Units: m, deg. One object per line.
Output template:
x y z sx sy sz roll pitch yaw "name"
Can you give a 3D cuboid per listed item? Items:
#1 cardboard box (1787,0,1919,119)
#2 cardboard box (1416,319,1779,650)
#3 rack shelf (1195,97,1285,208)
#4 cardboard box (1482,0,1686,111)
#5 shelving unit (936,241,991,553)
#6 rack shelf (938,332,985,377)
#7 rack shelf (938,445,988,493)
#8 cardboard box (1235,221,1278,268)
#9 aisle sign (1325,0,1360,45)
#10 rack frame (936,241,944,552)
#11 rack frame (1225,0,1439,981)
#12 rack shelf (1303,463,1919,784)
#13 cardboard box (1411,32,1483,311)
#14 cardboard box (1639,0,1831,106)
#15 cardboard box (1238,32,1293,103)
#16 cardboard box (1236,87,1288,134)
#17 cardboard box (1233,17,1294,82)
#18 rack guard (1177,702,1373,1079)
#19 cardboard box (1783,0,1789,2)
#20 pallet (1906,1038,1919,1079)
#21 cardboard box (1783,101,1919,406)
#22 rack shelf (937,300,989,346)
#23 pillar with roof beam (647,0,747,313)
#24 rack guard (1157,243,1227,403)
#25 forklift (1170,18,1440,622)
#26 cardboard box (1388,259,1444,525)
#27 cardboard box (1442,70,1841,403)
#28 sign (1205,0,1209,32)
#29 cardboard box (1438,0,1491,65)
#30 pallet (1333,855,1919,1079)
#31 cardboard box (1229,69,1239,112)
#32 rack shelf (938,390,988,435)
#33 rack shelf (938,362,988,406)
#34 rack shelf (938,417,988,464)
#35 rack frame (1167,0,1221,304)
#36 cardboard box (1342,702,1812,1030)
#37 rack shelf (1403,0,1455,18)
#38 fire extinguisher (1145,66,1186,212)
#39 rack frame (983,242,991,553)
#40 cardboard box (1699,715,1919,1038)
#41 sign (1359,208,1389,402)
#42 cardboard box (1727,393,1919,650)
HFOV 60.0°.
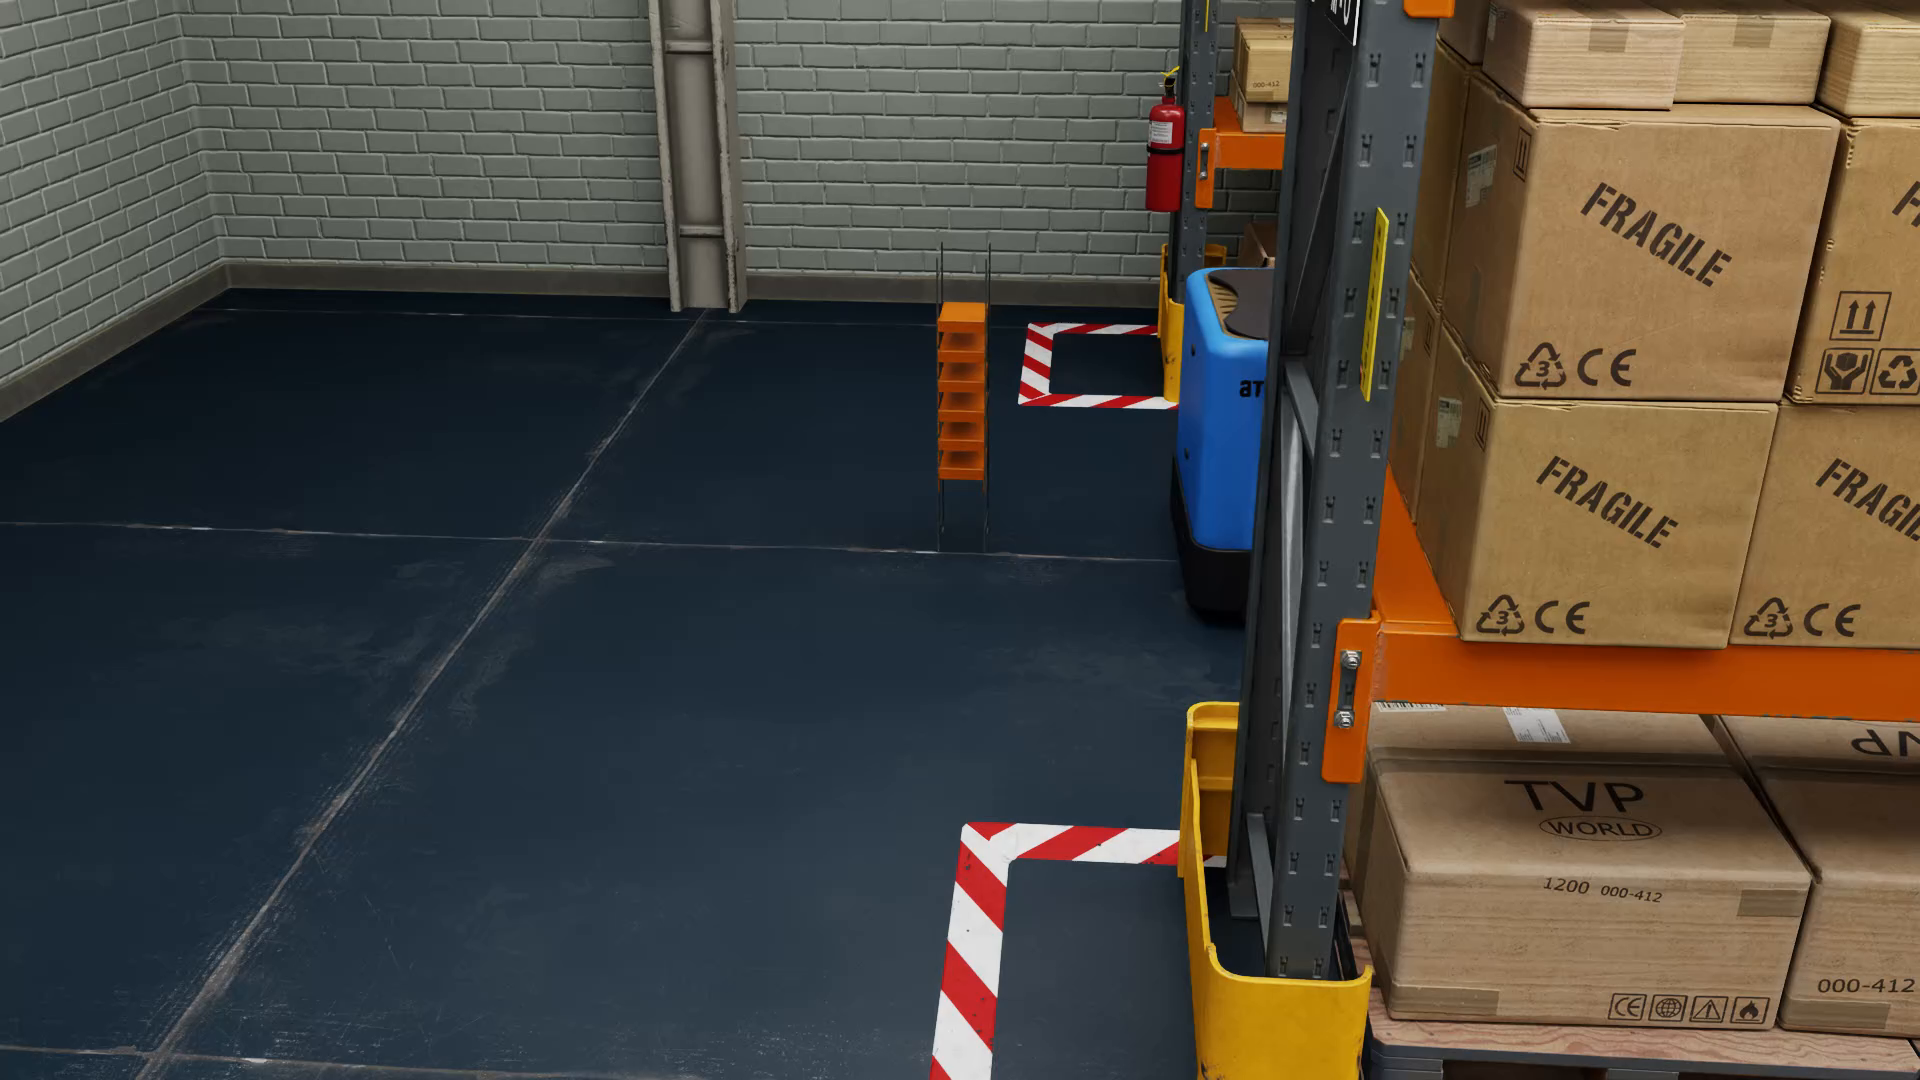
1.626 -0.847 2.911 0.250 0.149 0.380 3 25 6 "cardboard box"
1.233 -0.125 3.313 0.500 0.500 0.500 2 25 4 "cardboard box"
3.146 -1.892 8.135 4.000 0.370 1.077 2 25 4 "rack shelf"
1.109 -0.882 2.986 0.250 0.149 0.380 2 25 5 "cardboard box"
0.014 -0.545 6.498 0.189 1.200 0.258 2 25 4 "shelving unit"
0.014 -0.722 6.416 0.180 0.103 0.258 2 25 4 "rack shelf"
0.014 -0.286 6.617 0.180 0.103 0.258 2 25 4 "rack shelf"
1.755 -1.281 8.429 0.637 0.503 0.797 1 25 2 "cardboard box"
0.682 -1.277 2.826 0.004 0.787 0.394 2 25 4 "aisle sign"
-0.077 -0.548 6.505 0.006 1.200 0.240 2 25 4 "rack frame"
0.776 -0.214 3.627 0.127 3.000 1.000 2 25 4 "rack frame"
2.770 0.177 3.639 4.000 0.370 1.077 2 25 4 "rack shelf"
1.275 -0.798 3.579 0.500 0.500 0.500 3 25 6 "cardboard box"
1.375 -0.903 3.033 0.250 0.149 0.380 2 25 5 "cardboard box"
1.584 -2.223 7.817 0.500 0.250 0.500 2 25 4 "cardboard box"
1.459 -2.044 7.905 0.250 0.149 0.380 2 25 4 "cardboard box"
1.631 -2.446 8.301 0.500 0.250 0.500 3 25 6 "cardboard box"
0.752 0.920 4.151 0.348 0.500 1.175 2 25 4 "rack guard"
1.668 -1.109 3.481 0.250 0.149 0.380 2 25 3 "cardboard box"
2.792 1.086 4.138 1.213 0.211 1.003 2 25 4 "pallet"
1.748 -0.566 3.076 0.500 0.500 0.500 1 25 3 "cardboard box"
0.014 -0.831 6.366 0.180 0.103 0.258 2 25 4 "rack shelf"
-1.797 -3.676 3.974 0.400 9.000 9.100 2 25 4 "pillar with roof beam"
1.228 -1.145 8.641 0.348 0.500 1.175 2 25 4 "rack guard"
2.365 -1.203 5.857 3.031 2.935 1.130 1 25 2 "forklift"
1.277 -0.355 3.813 0.500 0.500 0.500 2 25 4 "cardboard box"
1.233 -0.580 3.106 0.500 0.500 0.500 1 25 3 "cardboard box"
1.111 -2.450 7.451 0.005 0.325 0.100 2 25 4 "sign"
1.149 -1.081 3.418 0.250 0.149 0.380 2 25 5 "cardboard box"
1.579 1.046 4.225 1.213 0.211 1.003 2 25 4 "pallet"
1.503 -2.270 8.396 0.250 0.149 0.380 2 25 3 "cardboard box"
0.014 -0.504 6.517 0.180 0.103 0.258 2 25 4 "rack shelf"
0.014 -0.613 6.467 0.180 0.103 0.258 2 25 4 "rack shelf"
0.014 -0.395 6.567 0.180 0.103 0.258 2 25 4 "rack shelf"
1.152 -2.283 8.123 0.127 3.000 1.000 2 25 4 "rack frame"
1.442 0.738 4.120 0.875 0.438 0.875 1 25 2 "cardboard box"
2.770 -1.186 3.012 4.000 0.370 1.077 2 25 4 "rack shelf"
0.970 -1.891 7.809 0.183 0.674 0.296 2 25 4 "fire extinguisher"
0.106 -0.542 6.492 0.006 1.200 0.240 2 25 4 "rack frame"
2.355 0.764 4.064 0.875 0.438 0.875 2 25 5 "cardboard box"
0.727 -0.412 2.927 0.005 0.325 0.100 2 25 4 "sign"
1.739 -0.120 3.303 0.500 0.500 0.500 1 25 3 "cardboard box"
